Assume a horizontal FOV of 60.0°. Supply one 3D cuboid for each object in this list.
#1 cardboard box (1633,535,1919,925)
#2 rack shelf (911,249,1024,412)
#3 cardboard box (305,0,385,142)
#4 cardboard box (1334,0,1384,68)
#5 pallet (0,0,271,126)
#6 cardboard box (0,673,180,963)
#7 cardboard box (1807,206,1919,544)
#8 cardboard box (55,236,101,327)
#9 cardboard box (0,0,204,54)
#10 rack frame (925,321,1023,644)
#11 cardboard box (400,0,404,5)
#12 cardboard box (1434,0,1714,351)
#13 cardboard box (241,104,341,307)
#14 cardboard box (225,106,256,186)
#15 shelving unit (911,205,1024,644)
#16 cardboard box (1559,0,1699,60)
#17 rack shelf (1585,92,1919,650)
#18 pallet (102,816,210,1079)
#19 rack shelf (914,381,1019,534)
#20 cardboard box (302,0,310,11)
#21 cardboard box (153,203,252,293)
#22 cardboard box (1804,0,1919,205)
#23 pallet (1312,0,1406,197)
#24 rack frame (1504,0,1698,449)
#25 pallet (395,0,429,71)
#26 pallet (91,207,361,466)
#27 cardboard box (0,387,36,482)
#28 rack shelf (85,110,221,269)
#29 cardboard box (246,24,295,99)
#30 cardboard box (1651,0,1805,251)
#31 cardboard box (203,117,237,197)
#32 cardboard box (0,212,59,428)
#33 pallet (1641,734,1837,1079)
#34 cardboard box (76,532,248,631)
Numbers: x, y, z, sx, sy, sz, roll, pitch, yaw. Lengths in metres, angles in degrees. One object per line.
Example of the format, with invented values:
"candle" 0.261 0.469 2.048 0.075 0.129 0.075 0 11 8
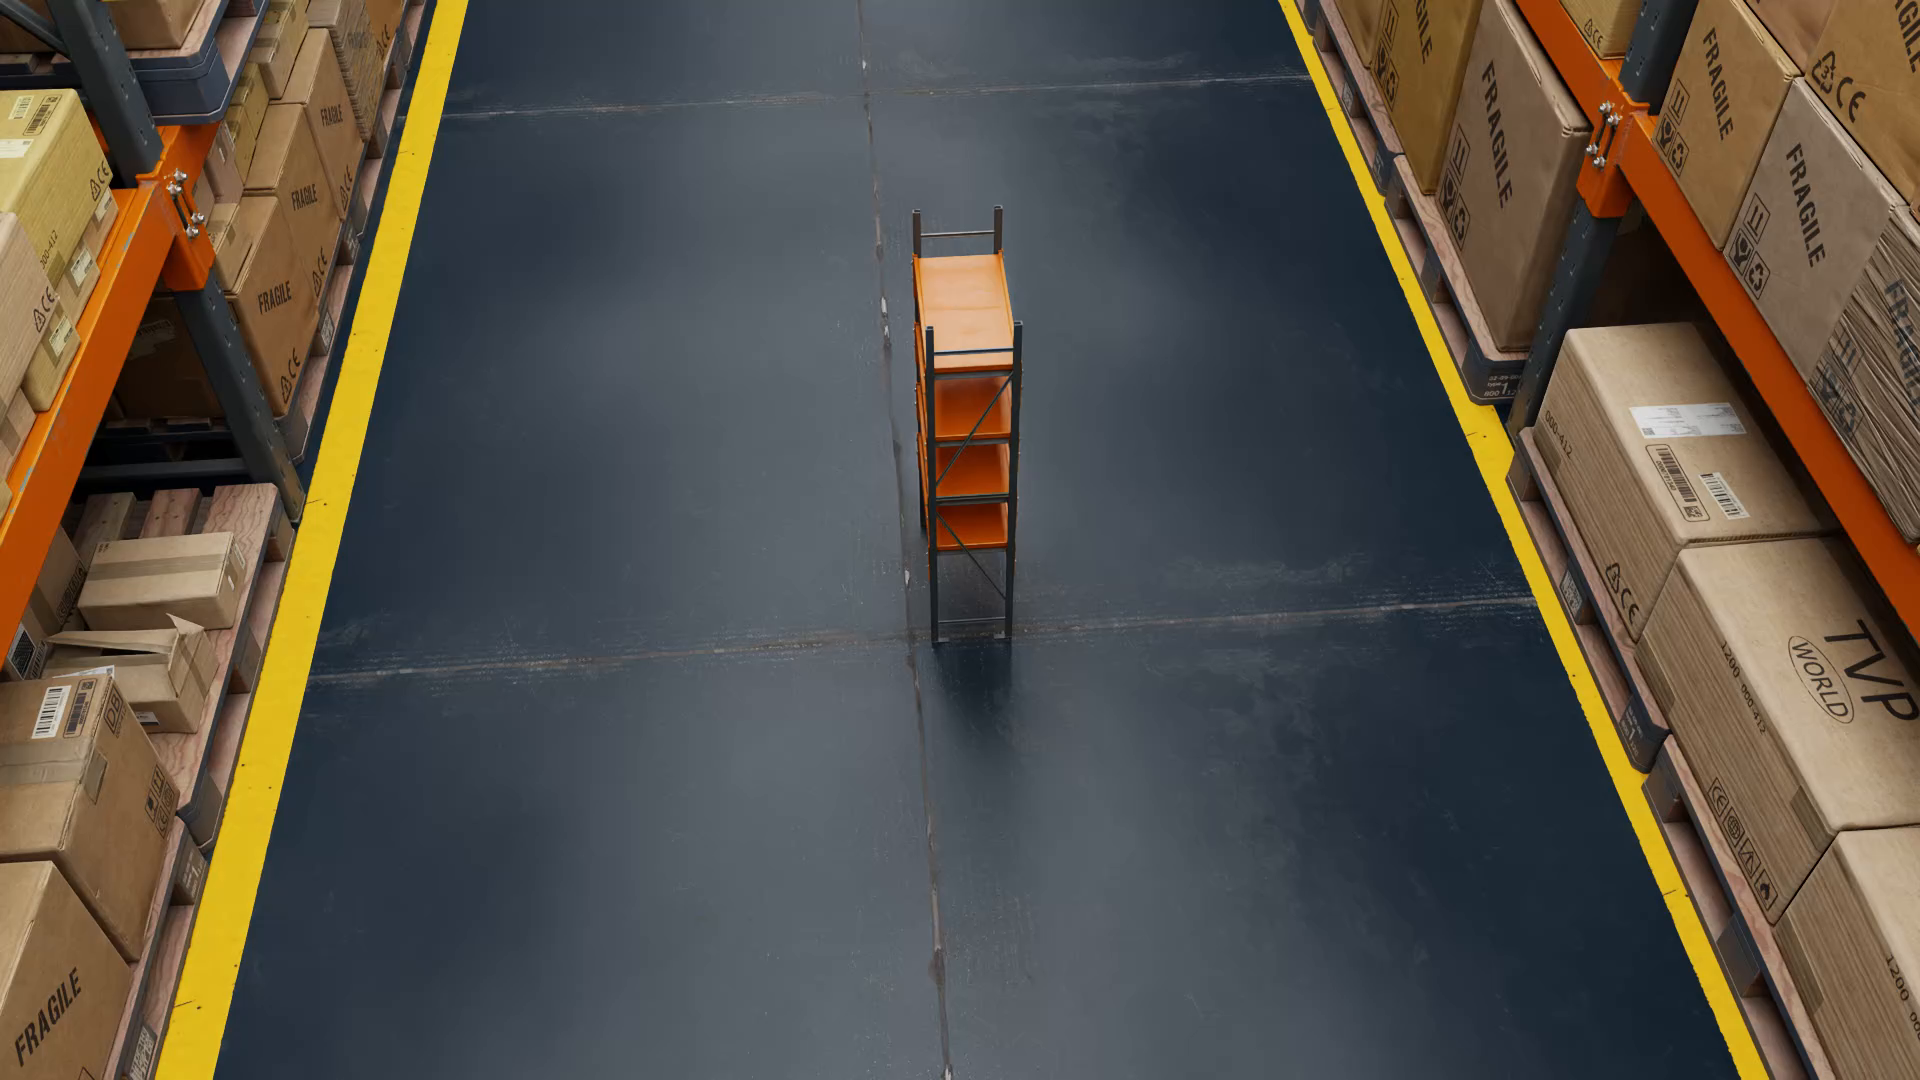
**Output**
"cardboard box" 2.361 0.447 4.236 0.875 0.438 0.875 -5 47 -4
"rack shelf" 0.014 -0.563 4.416 0.258 0.148 0.480 -3 47 -3
"cardboard box" -2.551 -1.864 6.382 0.500 0.500 0.500 -5 47 -5
"cardboard box" 2.051 -2.556 6.779 0.875 0.875 0.875 -3 47 -3
"pallet" -2.564 -1.613 4.844 1.003 0.211 1.213 -3 47 -3
"cardboard box" -2.347 0.695 3.958 0.700 0.500 0.500 -5 47 -5
"cardboard box" 2.192 -0.353 3.449 0.500 0.500 0.500 -3 47 -3
"cardboard box" -2.284 -0.605 3.930 0.380 0.149 0.250 -2 47 -2
"cardboard box" -2.423 -1.636 4.376 0.700 0.500 0.500 -2 47 -2
"rack frame" 0.034 -0.116 4.534 0.240 1.200 0.015 -3 47 -3
"cardboard box" -2.660 -2.617 7.095 0.500 0.500 0.500 -4 47 -4
"cardboard box" 2.208 -1.256 5.547 0.875 0.875 0.875 -2 47 -2
"cardboard box" -2.476 -1.127 5.684 0.500 0.500 0.500 -4 47 -4
"cardboard box" -2.504 -1.258 5.361 0.380 0.149 0.250 -6 47 -5
"shelving unit" 0.014 -0.293 4.701 0.258 1.200 0.503 -3 47 -3
"cardboard box" 2.051 -1.656 4.856 0.500 0.250 0.500 -4 47 -4
"rack shelf" 2.508 0.296 3.399 1.077 0.370 4.000 -3 47 -3
"pallet" -2.444 1.247 3.924 1.003 0.211 1.213 -3 47 -3
"rack shelf" 0.014 -0.247 4.750 0.258 0.148 0.480 -3 47 -3
"cardboard box" -2.594 -2.012 6.075 0.380 0.149 0.250 -3 47 -3
"cardboard box" -2.371 -0.877 5.001 0.380 0.149 0.250 -1 47 -1
"cardboard box" 2.175 -1.051 3.422 0.500 0.500 0.500 -4 47 -4
"pallet" 2.095 -1.878 6.883 1.003 0.211 1.213 -3 47 -3
"rack frame" 2.340 -1.398 4.508 1.000 3.000 0.127 -3 47 -3
"pallet" -2.916 -2.486 7.460 1.003 0.211 1.213 -3 47 -3
"pallet" -2.712 -0.721 5.788 1.003 0.211 1.213 -3 47 -3
"cardboard box" -2.243 -0.227 3.572 0.380 0.149 0.250 -2 47 -2
"rack shelf" -2.773 -2.293 5.852 1.077 0.370 4.000 -3 47 -3
"cardboard box" -2.524 -1.639 5.722 0.380 0.149 0.250 -4 47 -3
"cardboard box" 2.118 -1.077 4.135 0.500 0.500 0.500 -2 47 -2
"cardboard box" -2.440 -1.165 5.068 0.380 0.149 0.250 -6 47 -5
"cardboard box" -2.263 -0.429 3.489 0.500 0.250 0.500 -3 47 -3
"pallet" 2.431 1.000 4.157 1.003 0.211 1.213 -3 47 -3
"cardboard box" -2.267 0.127 4.738 0.380 0.149 0.250 -5 47 -4
